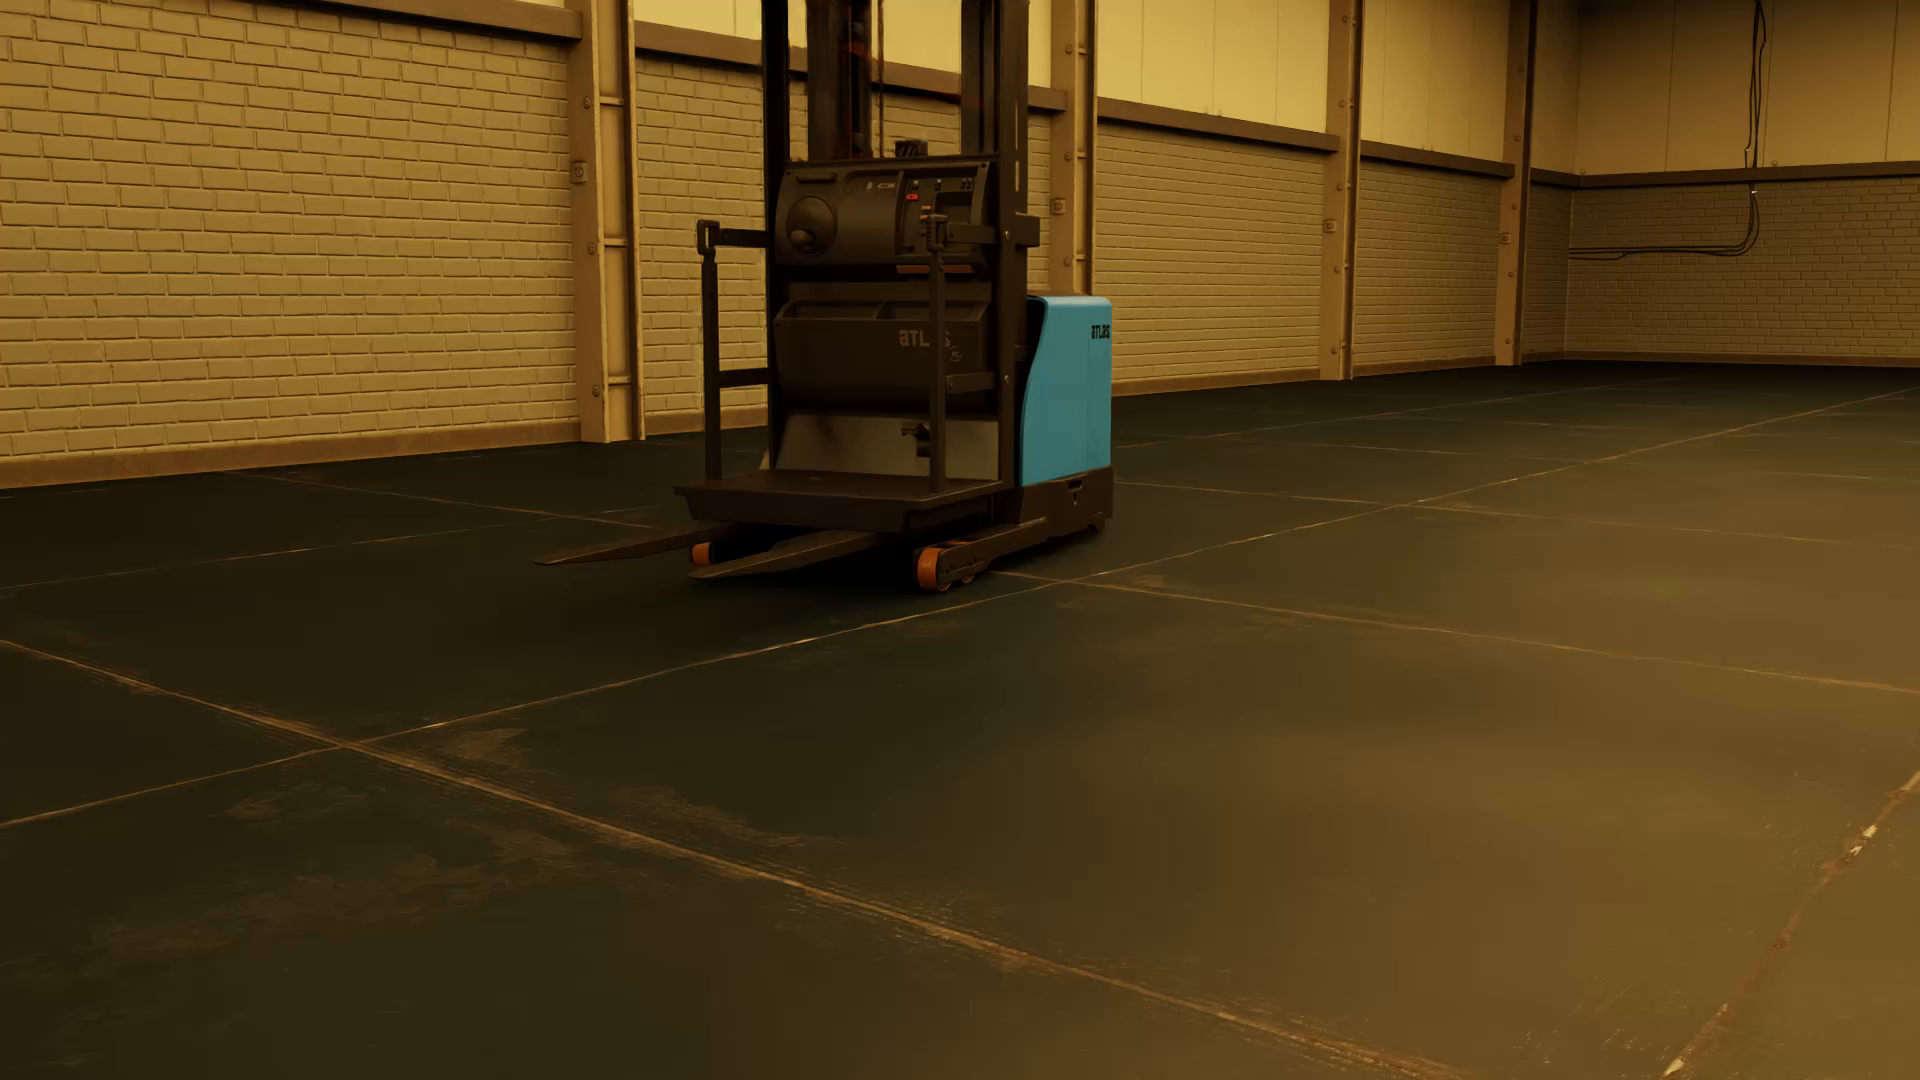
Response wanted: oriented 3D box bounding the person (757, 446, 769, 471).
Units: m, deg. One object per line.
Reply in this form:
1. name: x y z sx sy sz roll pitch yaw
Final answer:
1. person: -0.730 -0.877 8.369 0.563 1.489 0.803 -7 11 -39

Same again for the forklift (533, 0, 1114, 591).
1. forklift: -0.407 -1.332 6.387 1.130 2.935 3.031 4 9 26
